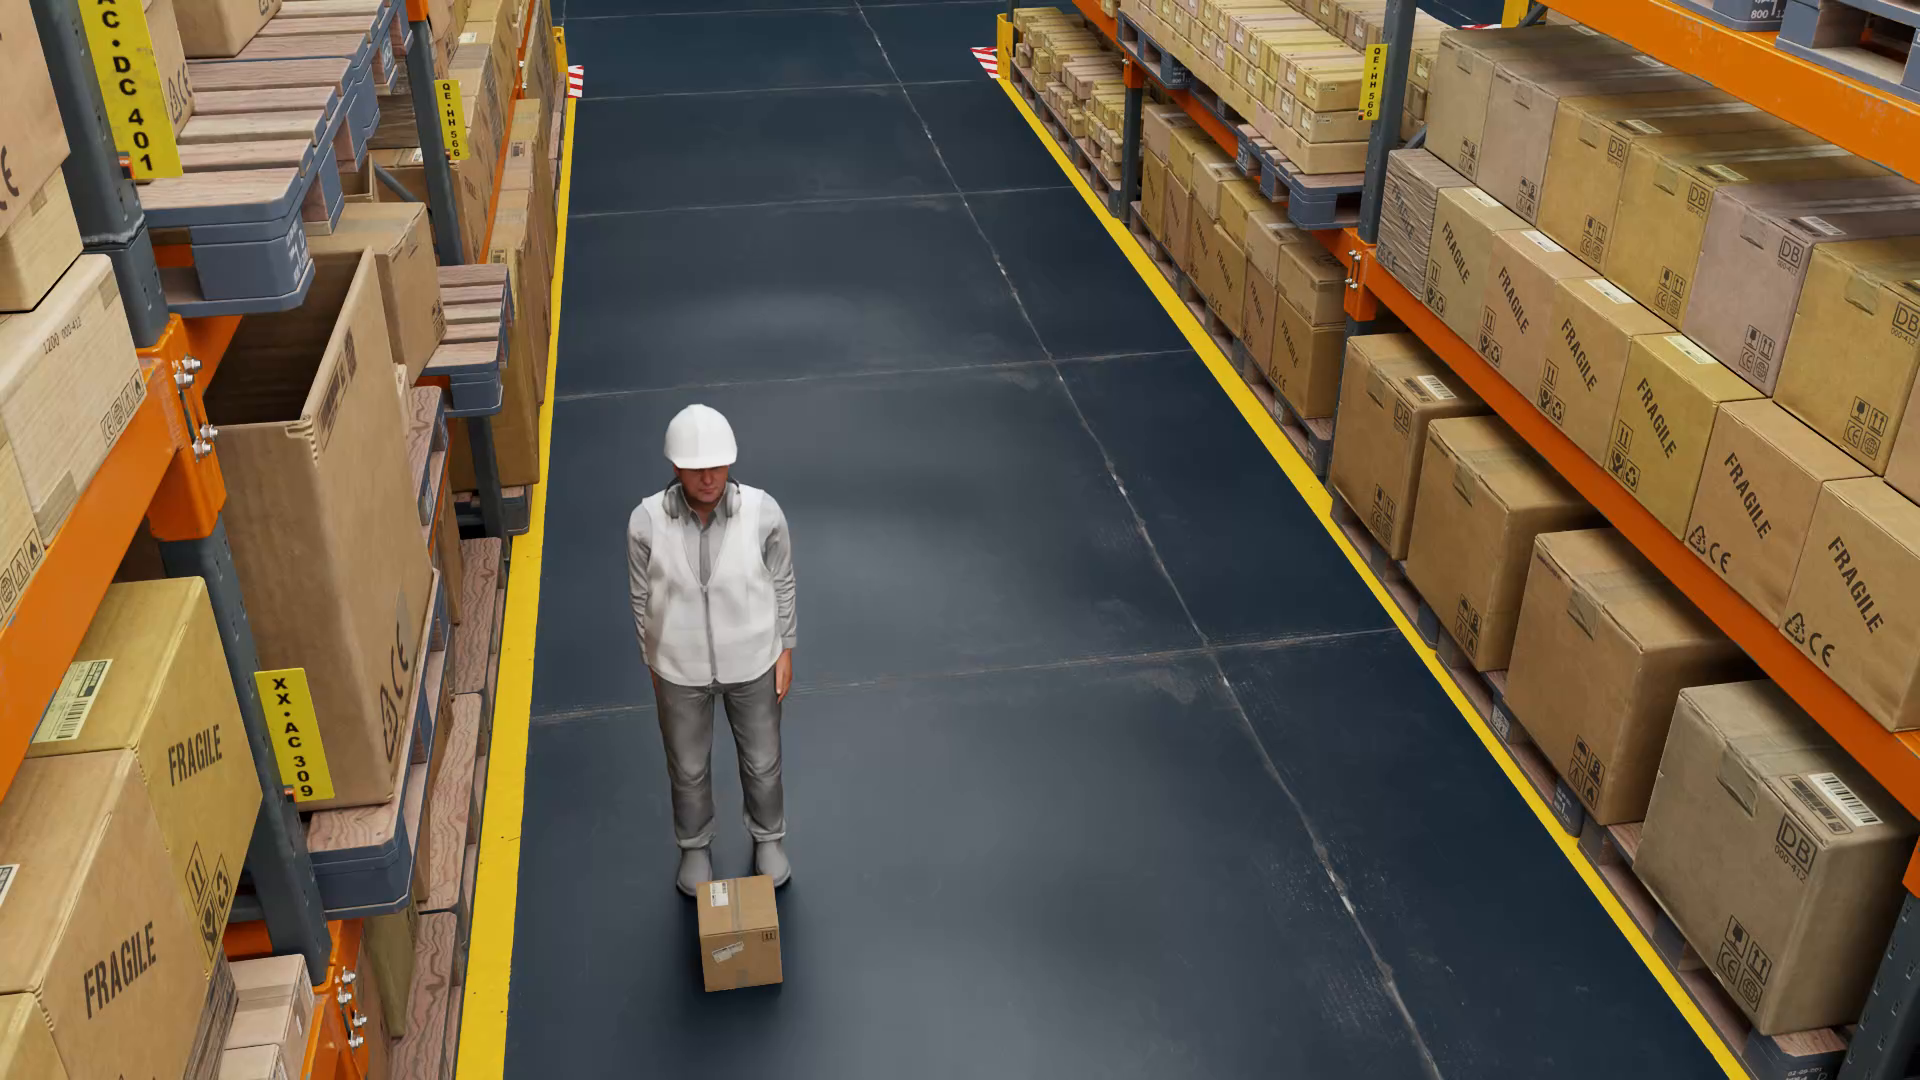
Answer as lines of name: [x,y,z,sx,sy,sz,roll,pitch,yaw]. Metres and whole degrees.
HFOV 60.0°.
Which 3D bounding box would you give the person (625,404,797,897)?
person: [-0.789,0.385,5.452,0.530,1.769,0.358,-5,31,-8]
